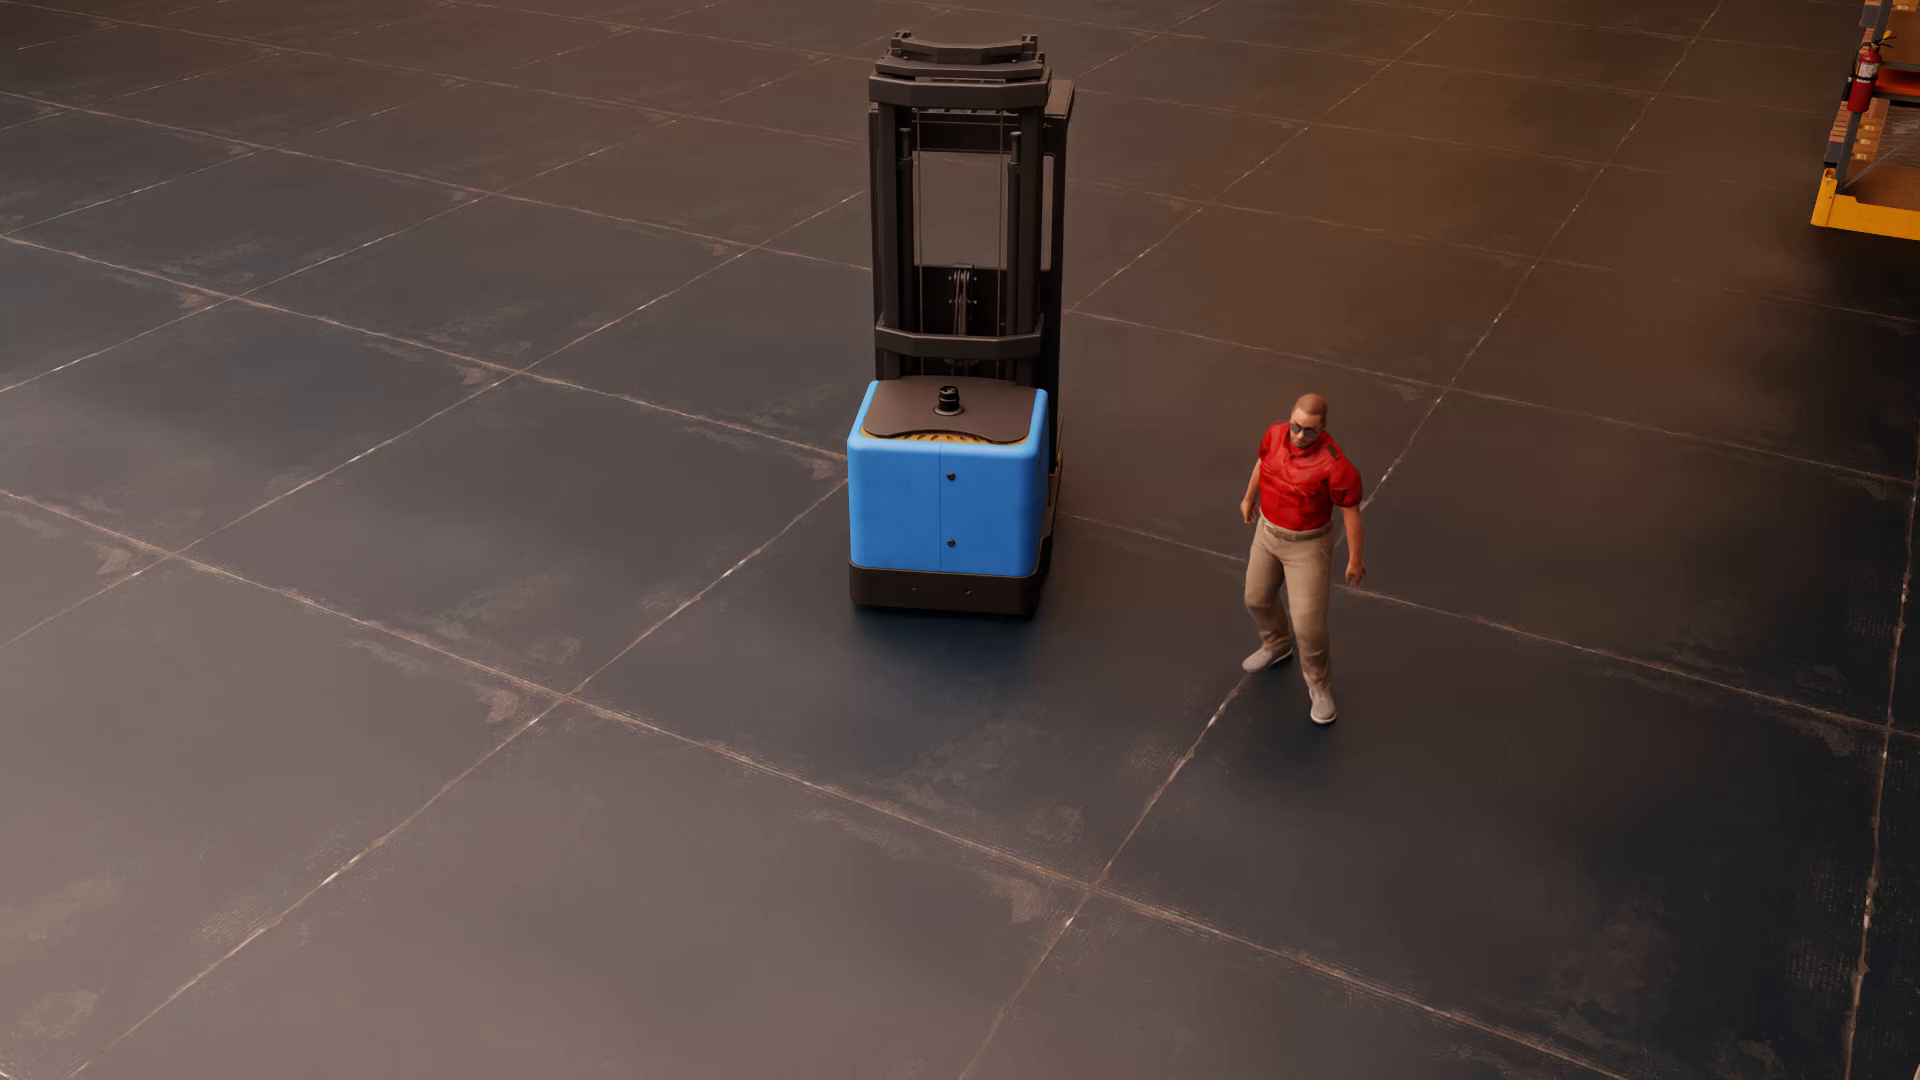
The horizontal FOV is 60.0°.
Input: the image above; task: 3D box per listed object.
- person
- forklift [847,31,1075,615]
[{"bbox_3d":[1.696,0.007,8.331,0.420,1.703,0.878,-21,36,-31],"label":"person"},{"bbox_3d":[0.072,-1.572,9.794,1.130,2.935,3.031,3,30,6],"label":"forklift"}]
